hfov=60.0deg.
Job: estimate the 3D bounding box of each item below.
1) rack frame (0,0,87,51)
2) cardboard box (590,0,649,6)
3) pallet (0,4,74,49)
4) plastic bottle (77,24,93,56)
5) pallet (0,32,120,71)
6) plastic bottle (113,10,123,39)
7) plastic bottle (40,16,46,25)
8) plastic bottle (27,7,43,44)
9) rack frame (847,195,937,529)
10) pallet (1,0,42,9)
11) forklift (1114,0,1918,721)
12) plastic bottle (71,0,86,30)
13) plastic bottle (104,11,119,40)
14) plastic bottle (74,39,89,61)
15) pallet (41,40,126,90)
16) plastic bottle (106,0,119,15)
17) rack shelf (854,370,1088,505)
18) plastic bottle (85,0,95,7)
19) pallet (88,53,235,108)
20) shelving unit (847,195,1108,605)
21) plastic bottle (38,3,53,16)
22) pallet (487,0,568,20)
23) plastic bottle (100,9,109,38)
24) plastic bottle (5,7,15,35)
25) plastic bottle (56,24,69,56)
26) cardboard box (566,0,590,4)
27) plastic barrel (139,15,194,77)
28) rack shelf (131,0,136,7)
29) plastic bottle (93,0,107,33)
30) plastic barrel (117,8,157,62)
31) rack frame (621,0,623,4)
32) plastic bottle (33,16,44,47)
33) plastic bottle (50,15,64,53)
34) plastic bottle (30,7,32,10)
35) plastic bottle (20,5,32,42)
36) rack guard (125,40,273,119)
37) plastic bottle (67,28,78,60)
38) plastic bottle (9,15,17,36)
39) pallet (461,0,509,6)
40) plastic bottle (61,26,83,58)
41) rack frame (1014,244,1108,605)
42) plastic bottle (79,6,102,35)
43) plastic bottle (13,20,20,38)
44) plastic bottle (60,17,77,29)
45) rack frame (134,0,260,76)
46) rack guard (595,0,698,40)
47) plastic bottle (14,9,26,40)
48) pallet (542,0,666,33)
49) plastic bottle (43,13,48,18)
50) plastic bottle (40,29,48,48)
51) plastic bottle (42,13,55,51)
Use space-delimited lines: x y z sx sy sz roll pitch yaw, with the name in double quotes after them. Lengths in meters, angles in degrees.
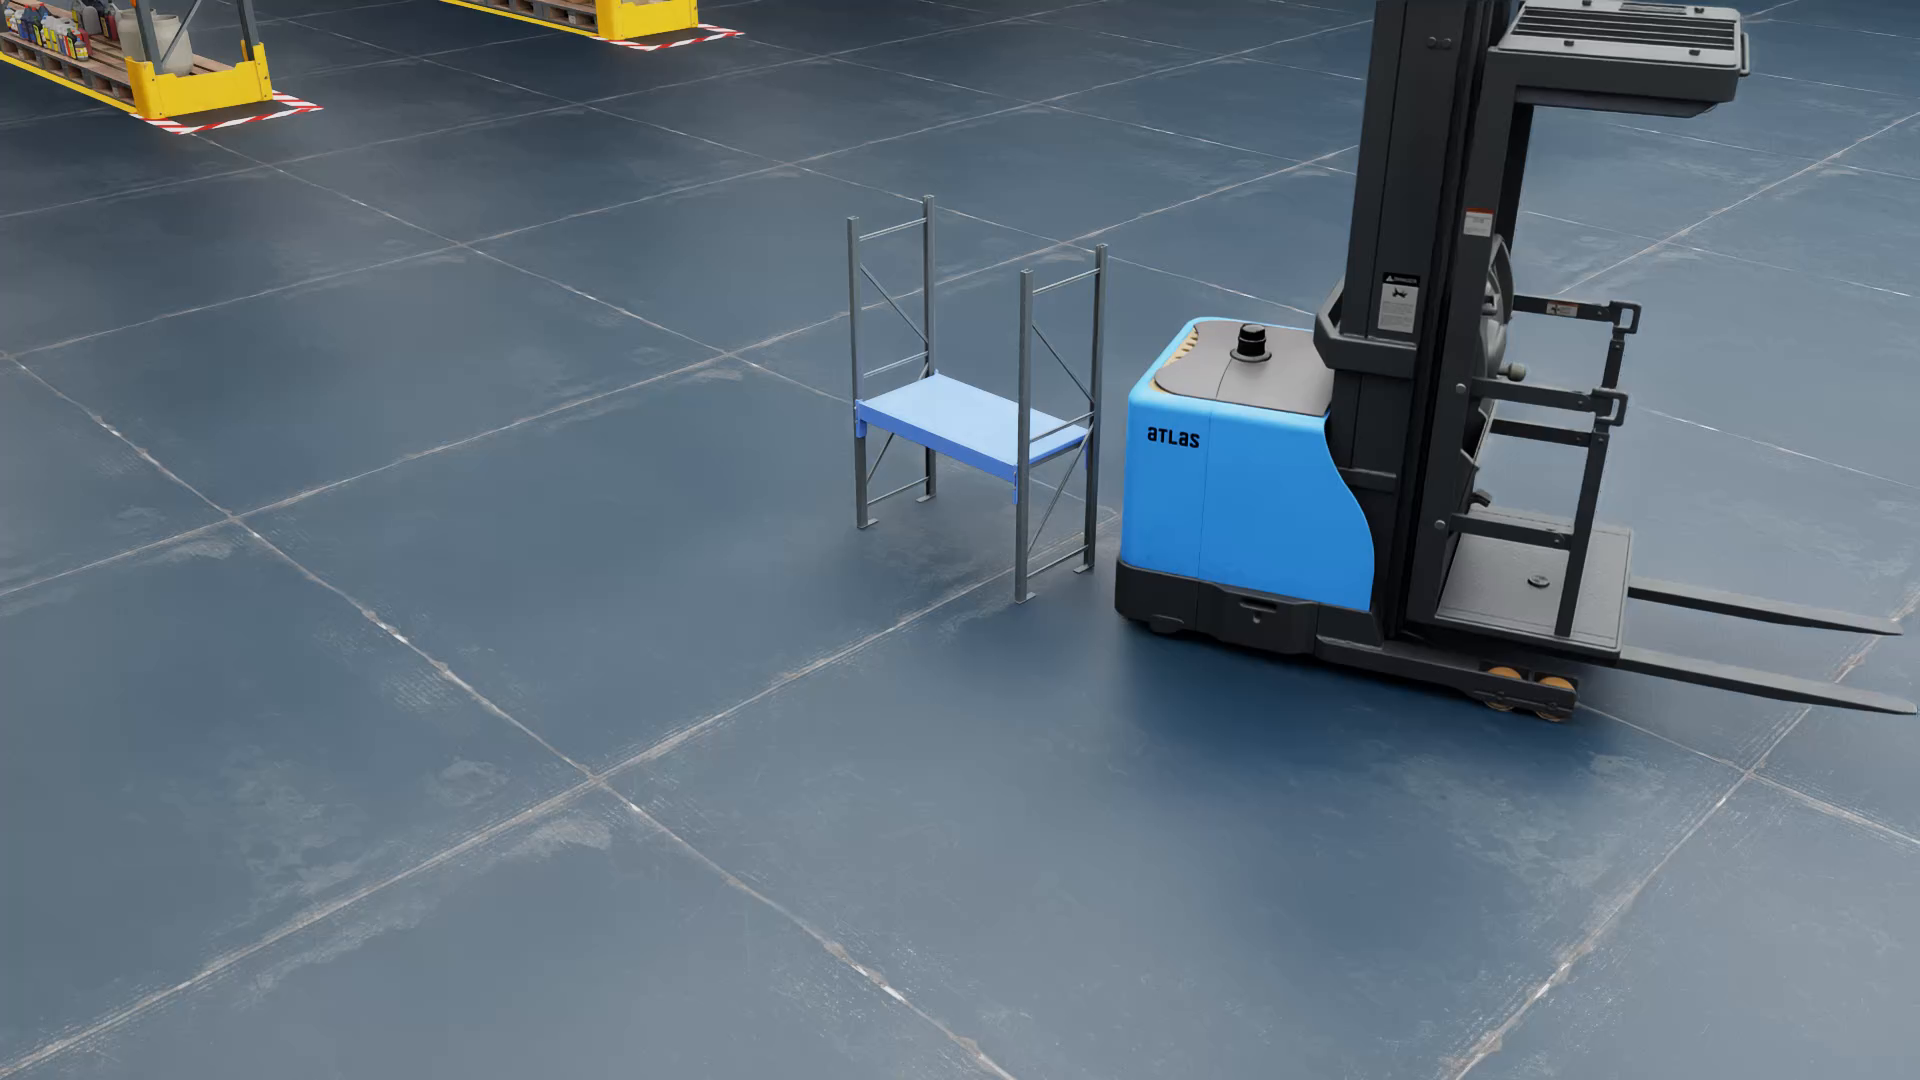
-9.734 -6.637 17.149 0.127 3.000 1.000 25 36 38 "rack frame"
-3.842 -6.264 18.675 0.500 0.500 0.500 -18 33 -30 "cardboard box"
-10.321 -5.646 18.261 1.213 0.211 1.003 25 36 38 "pallet"
-8.585 -4.905 16.301 0.133 0.283 0.061 25 36 38 "plastic bottle"
-9.284 -5.170 17.355 1.213 0.211 1.003 25 36 38 "pallet"
-8.592 -5.289 17.040 0.152 0.276 0.135 -25 36 -38 "plastic bottle"
-9.183 -5.126 16.734 0.097 0.271 0.097 0 28 0 "plastic bottle"
-9.314 -5.197 16.783 0.185 0.351 0.144 23 35 36 "plastic bottle"
-0.302 -0.802 7.663 0.032 1.500 0.500 25 36 38 "rack frame"
-11.195 -6.044 19.018 1.213 0.211 1.003 25 36 38 "pallet"
2.223 -0.879 6.273 3.031 2.935 1.130 11 30 20 "forklift"
-9.173 -5.497 17.354 0.185 0.351 0.144 25 36 38 "plastic bottle"
-8.666 -5.257 16.971 0.133 0.283 0.061 25 36 38 "plastic bottle"
-8.498 -4.742 16.079 0.097 0.201 0.097 0 28 0 "plastic bottle"
-8.410 -4.772 16.598 1.213 0.211 1.003 25 36 38 "pallet"
-8.705 -5.377 17.126 0.185 0.351 0.144 24 36 38 "plastic bottle"
0.061 -0.477 7.432 1.000 0.185 0.538 25 36 38 "rack shelf"
-9.072 -5.545 17.445 0.185 0.351 0.144 23 36 37 "plastic bottle"
-7.544 -4.374 15.841 1.213 0.211 1.003 25 36 38 "pallet"
0.061 -0.636 7.348 1.048 1.500 0.538 25 36 38 "shelving unit"
-9.348 -5.306 16.991 0.185 0.351 0.144 25 36 38 "plastic bottle"
-4.883 -6.441 19.772 1.213 0.211 1.003 25 36 38 "pallet"
-8.759 -5.304 17.061 0.133 0.283 0.061 25 36 38 "plastic bottle"
-9.814 -5.375 17.207 0.097 0.271 0.097 0 28 0 "plastic bottle"
-8.758 -4.911 16.321 0.135 0.276 0.152 23 36 37 "plastic bottle"
-4.293 -6.448 19.024 0.500 0.500 0.500 -15 31 -27 "cardboard box"
-7.404 -4.606 15.508 0.421 0.512 0.421 0 28 0 "plastic barrel"
-8.307 -5.666 16.075 4.000 0.370 1.077 25 36 38 "rack shelf"
-8.935 -5.482 17.326 0.185 0.351 0.144 22 35 36 "plastic bottle"
-7.762 -4.769 15.819 0.421 0.512 0.421 0 28 0 "plastic barrel"
-3.409 -6.975 17.793 0.127 3.000 1.000 25 36 38 "rack frame"
-9.226 -5.099 16.670 0.061 0.283 0.133 -23 36 -37 "plastic bottle"
-8.879 -4.997 16.404 0.144 0.351 0.185 -24 36 -37 "plastic bottle"
-9.490 -5.319 17.089 0.133 0.283 0.061 25 36 38 "plastic bottle"
-9.449 -5.258 16.900 0.144 0.351 0.185 -24 36 -38 "plastic bottle"
-6.968 -4.235 15.266 0.348 0.500 1.175 25 36 38 "rack guard"
-8.594 -4.810 16.121 0.061 0.283 0.133 -24 36 -38 "plastic bottle"
-9.741 -5.310 17.160 0.097 0.201 0.097 0 28 0 "plastic bottle"
-5.757 -6.839 20.530 1.213 0.211 1.003 25 36 38 "pallet"
-8.659 -4.866 16.235 0.135 0.276 0.152 25 37 39 "plastic bottle"
0.423 -0.470 7.033 0.032 1.500 0.500 25 36 38 "rack frame"
-9.021 -5.392 17.235 0.135 0.276 0.152 25 36 38 "plastic bottle"
-9.669 -5.277 17.097 0.097 0.201 0.097 0 28 0 "plastic bottle"
-8.925 -5.082 16.646 0.135 0.276 0.152 25 36 38 "plastic bottle"
-6.881 -5.332 14.667 0.127 3.000 1.000 25 36 38 "rack frame"
-3.463 -5.894 18.422 0.348 0.500 1.175 25 36 38 "rack guard"
-9.564 -5.280 17.023 0.152 0.276 0.135 -24 36 -37 "plastic bottle"
-4.018 -6.043 19.015 1.213 0.211 1.003 25 36 38 "pallet"
-9.261 -5.216 16.905 0.097 0.271 0.097 0 28 0 "plastic bottle"
-9.129 -5.030 16.627 0.097 0.201 0.097 0 28 0 "plastic bottle"
-9.011 -5.058 16.519 0.185 0.351 0.144 24 36 38 "plastic bottle"
